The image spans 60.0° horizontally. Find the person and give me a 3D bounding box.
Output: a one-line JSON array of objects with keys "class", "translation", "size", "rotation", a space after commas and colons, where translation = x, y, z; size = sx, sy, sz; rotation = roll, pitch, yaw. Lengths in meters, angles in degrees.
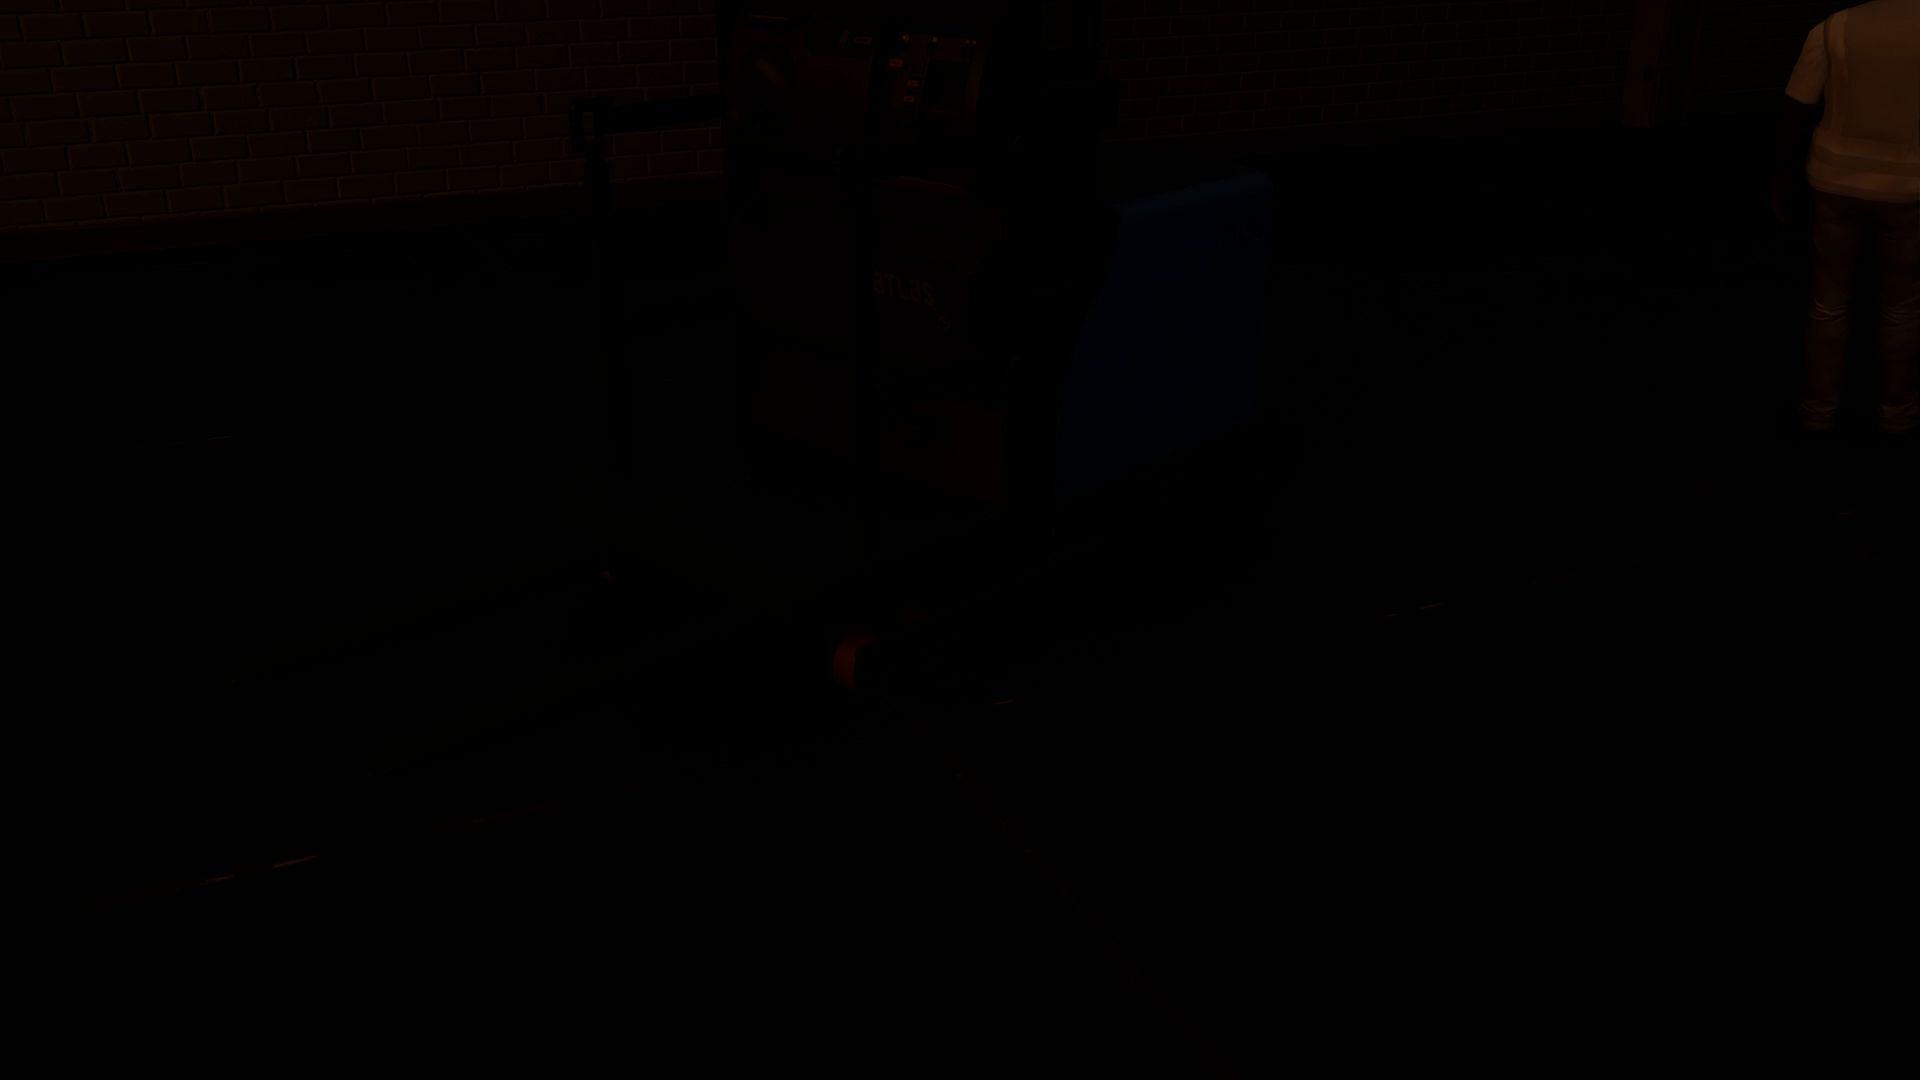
[{"class": "person", "translation": [3.190, -1.246, 5.787], "size": [0.665, 1.768, 0.574], "rotation": [15, 27, 31]}]

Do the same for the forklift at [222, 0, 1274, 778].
[{"class": "forklift", "translation": [-0.413, -1.182, 4.131], "size": [1.130, 2.935, 3.031], "rotation": [19, 29, 39]}]
